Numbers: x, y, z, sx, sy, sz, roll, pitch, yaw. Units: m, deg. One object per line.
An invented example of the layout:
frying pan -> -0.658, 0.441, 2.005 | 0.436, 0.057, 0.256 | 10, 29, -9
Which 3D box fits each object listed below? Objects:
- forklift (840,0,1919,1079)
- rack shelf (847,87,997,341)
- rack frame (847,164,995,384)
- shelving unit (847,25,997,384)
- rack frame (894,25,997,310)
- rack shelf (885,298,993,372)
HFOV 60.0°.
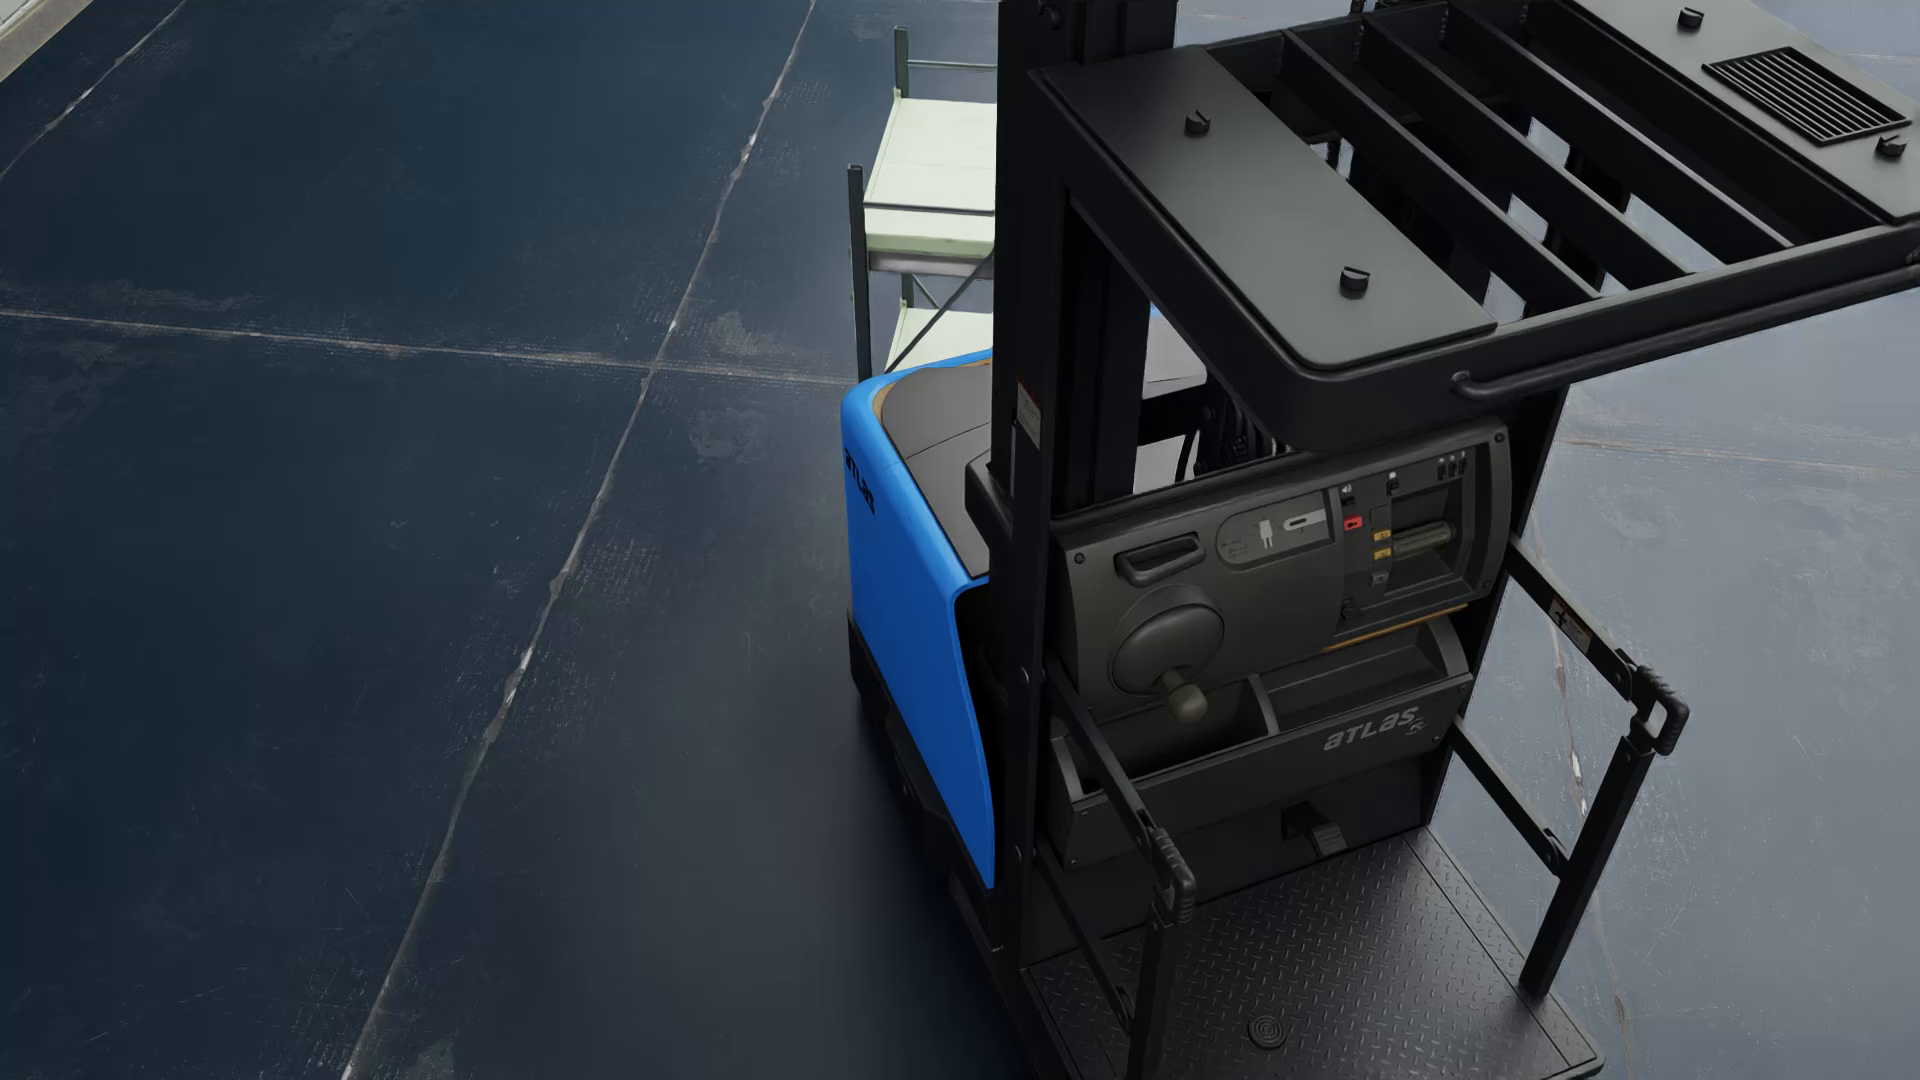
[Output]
forklift -> 0.709, 0.146, 2.965 | 1.130, 2.935, 3.031 | -15, 46, -16
rack shelf -> -0.027, -0.875, 4.516 | 0.431, 0.370, 0.720 | 5, 44, 5
rack frame -> -0.073, -0.342, 4.520 | 0.400, 1.500, 0.023 | 5, 44, 5
shelving unit -> -0.027, -0.592, 4.784 | 0.431, 1.500, 0.755 | 5, 44, 5
rack frame -> 0.019, -0.841, 5.048 | 0.400, 1.500, 0.023 | 5, 44, 5
rack shelf -> -0.027, -0.355, 5.008 | 0.431, 0.370, 0.720 | 5, 44, 5
